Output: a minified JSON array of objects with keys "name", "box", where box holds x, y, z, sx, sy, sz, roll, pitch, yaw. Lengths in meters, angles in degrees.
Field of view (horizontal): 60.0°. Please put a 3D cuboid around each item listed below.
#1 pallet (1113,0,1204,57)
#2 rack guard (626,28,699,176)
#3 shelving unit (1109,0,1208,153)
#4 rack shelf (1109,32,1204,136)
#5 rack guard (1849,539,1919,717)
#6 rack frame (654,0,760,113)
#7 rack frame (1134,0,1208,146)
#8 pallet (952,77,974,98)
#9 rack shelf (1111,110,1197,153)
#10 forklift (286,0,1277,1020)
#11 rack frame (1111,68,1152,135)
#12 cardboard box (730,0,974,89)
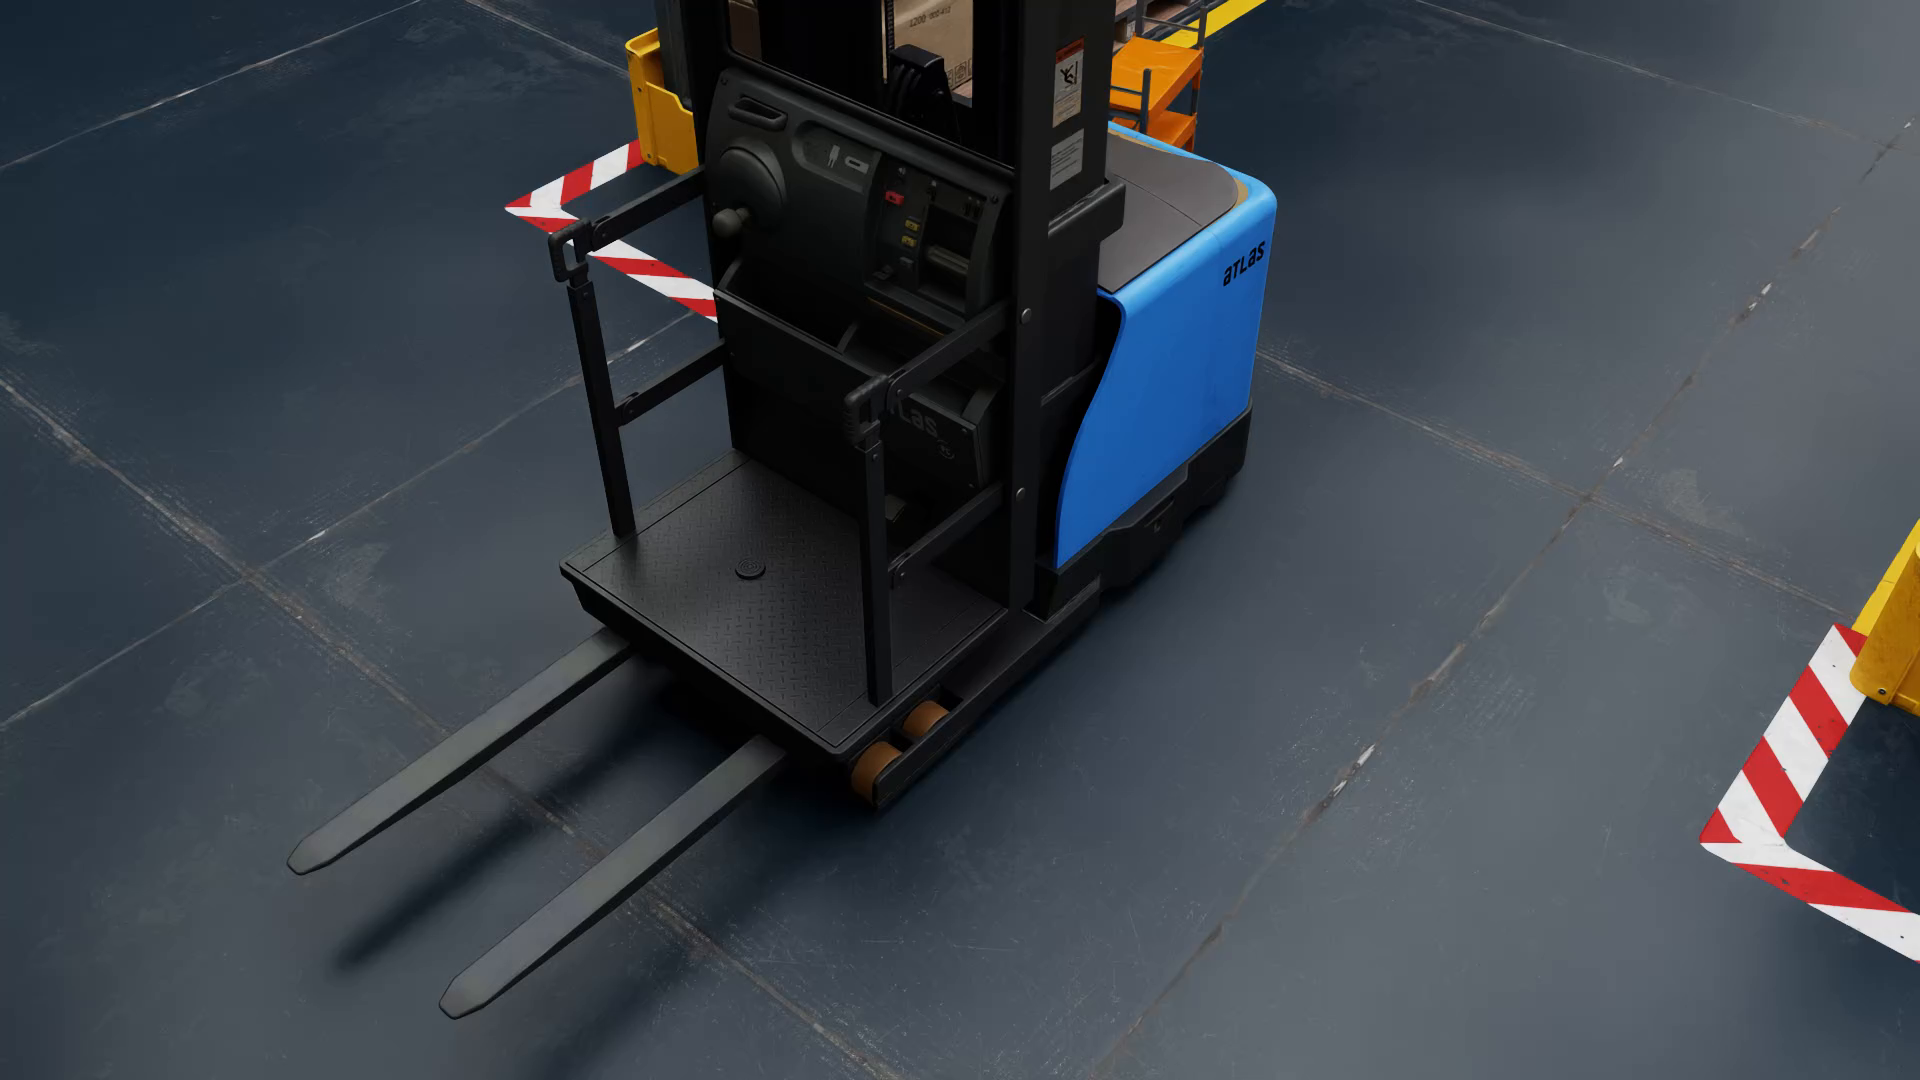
[{"name":"pallet","box":[0.439,-2.619,7.974,1.003,0.211,1.213,29,50,28]},{"name":"rack guard","box":[-0.817,-1.643,6.685,1.175,0.500,0.348,29,50,28]},{"name":"shelving unit","box":[0.580,-1.160,5.634,0.258,1.200,0.503,19,45,19]},{"name":"rack shelf","box":[0.580,-1.451,5.369,0.258,0.148,0.480,19,45,19]},{"name":"rack guard","box":[3.101,0.397,4.442,1.175,0.500,0.348,29,50,28]},{"name":"rack frame","box":[-0.801,-2.580,5.858,1.000,3.000,0.127,29,50,28]},{"name":"rack frame","box":[0.689,-1.307,5.795,0.240,1.200,0.015,19,45,19]},{"name":"pallet","box":[-0.347,-1.994,7.286,1.003,0.211,1.213,29,50,28]},{"name":"rack shelf","box":[0.580,-1.276,5.528,0.258,0.148,0.480,19,45,19]},{"name":"forklift","box":[-0.409,-0.762,3.910,1.130,2.935,3.031,30,50,29]},{"name":"rack frame","box":[0.470,-1.013,5.472,0.240,1.200,0.015,19,45,19]},{"name":"cardboard box","box":[-0.453,-2.171,7.000,0.875,0.438,0.875,28,49,27]}]
